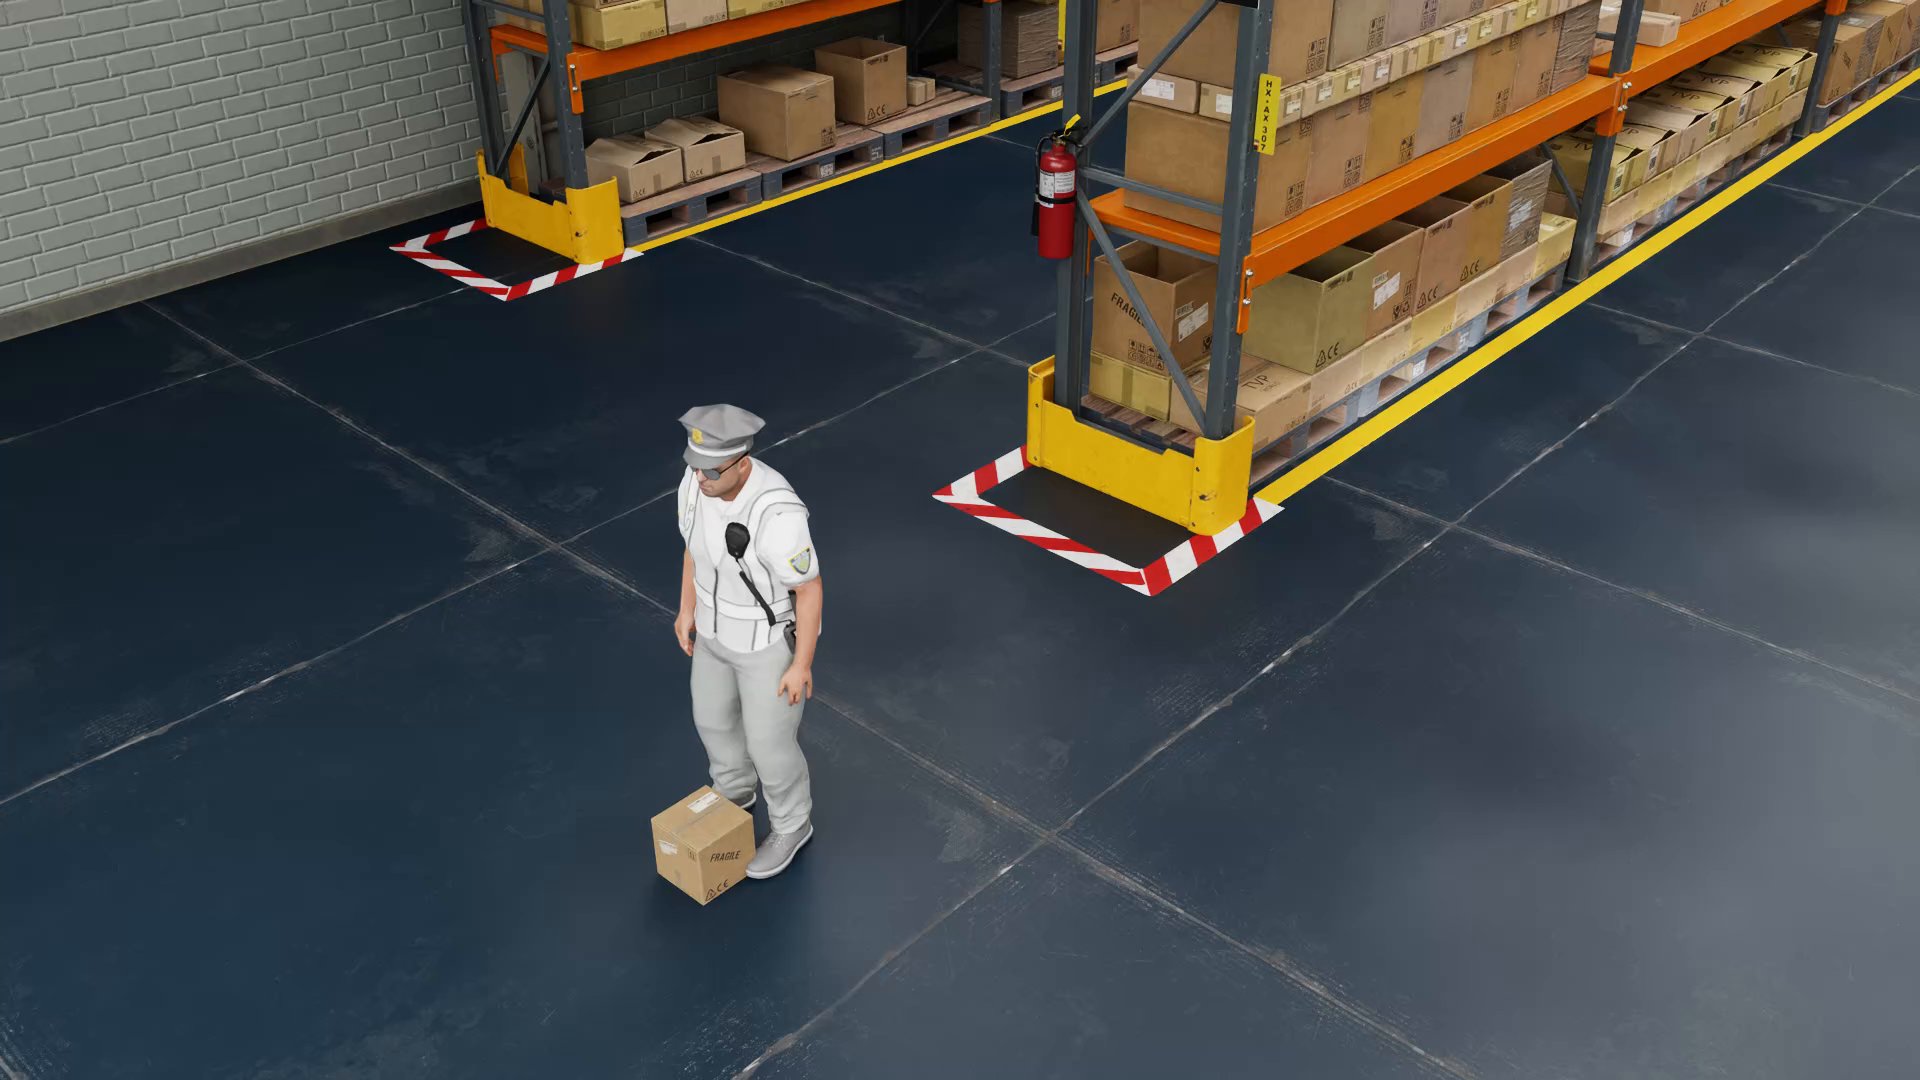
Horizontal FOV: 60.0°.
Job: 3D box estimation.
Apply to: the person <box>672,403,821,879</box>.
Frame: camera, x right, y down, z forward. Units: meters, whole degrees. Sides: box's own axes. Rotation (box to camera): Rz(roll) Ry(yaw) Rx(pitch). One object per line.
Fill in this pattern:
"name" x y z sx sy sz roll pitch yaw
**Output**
"person" -0.709 0.316 5.600 0.606 1.751 0.426 23 38 33
